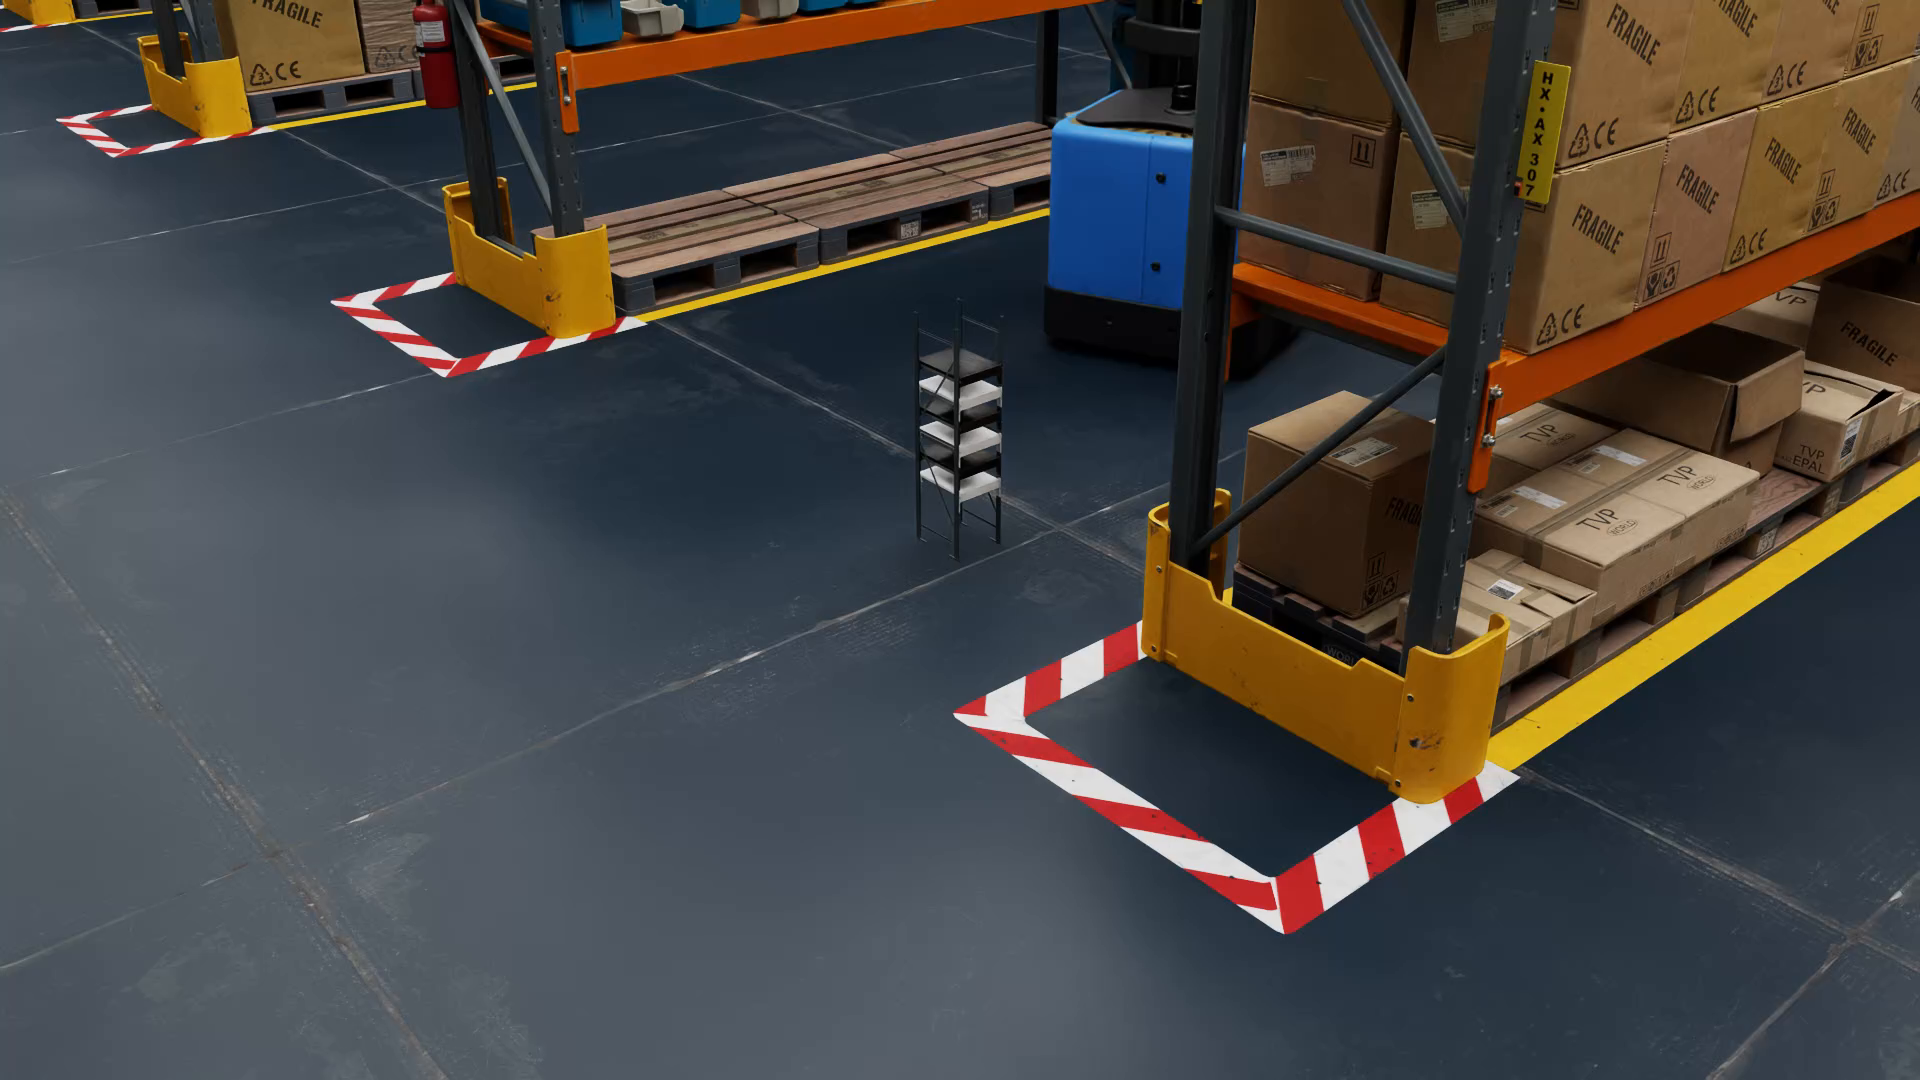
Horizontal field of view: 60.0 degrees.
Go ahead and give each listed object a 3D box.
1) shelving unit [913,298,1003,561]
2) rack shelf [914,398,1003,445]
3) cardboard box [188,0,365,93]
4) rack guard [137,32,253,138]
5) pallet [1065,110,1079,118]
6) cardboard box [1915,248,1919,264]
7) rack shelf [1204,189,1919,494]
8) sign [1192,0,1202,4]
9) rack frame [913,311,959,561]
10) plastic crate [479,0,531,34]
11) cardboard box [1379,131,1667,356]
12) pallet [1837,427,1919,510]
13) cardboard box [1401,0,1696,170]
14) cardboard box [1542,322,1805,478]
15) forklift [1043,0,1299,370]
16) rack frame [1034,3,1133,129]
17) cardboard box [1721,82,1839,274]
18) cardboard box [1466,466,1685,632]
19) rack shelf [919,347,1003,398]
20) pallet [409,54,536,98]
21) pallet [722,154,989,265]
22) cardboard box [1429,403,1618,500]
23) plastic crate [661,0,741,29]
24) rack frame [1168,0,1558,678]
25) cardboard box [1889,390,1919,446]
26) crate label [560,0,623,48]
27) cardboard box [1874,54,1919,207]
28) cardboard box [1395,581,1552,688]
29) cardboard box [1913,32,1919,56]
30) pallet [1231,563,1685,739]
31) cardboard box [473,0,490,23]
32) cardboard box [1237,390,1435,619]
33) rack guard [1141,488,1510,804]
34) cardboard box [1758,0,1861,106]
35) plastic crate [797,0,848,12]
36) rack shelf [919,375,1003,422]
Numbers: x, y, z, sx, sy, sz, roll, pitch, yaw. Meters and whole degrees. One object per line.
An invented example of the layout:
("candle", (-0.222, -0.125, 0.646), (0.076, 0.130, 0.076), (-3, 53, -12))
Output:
("shelving unit", (-0.006, -0.394, 6.033), (0.210, 0.900, 0.258), (-22, 35, -35))
("rack shelf", (-0.006, -0.444, 6.007), (0.200, 0.077, 0.258), (-22, 35, -35))
("cardboard box", (-4.961, -3.809, 12.004), (0.875, 0.875, 0.875), (-22, 35, -35))
("rack guard", (-5.414, -3.227, 11.757), (0.348, 0.500, 1.175), (-22, 35, -35))
("pallet", (1.476, -2.775, 11.220), (1.213, 0.211, 1.003), (-22, 35, -35))
("cardboard box", (4.600, -1.159, 7.422), (0.500, 0.500, 0.500), (-24, 36, -37))
("rack shelf", (2.553, -1.078, 5.848), (4.000, 0.370, 1.077), (-22, 35, -35))
("sign", (0.686, -1.639, 4.570), (0.005, 0.325, 0.100), (-22, 35, -35))
("rack frame", (-0.084, -0.363, 5.975), (0.006, 0.900, 0.240), (-22, 35, -35))
("plastic crate", (-2.047, -2.772, 8.153), (0.499, 0.435, 0.616), (-22, 35, -35))
("cardboard box", (1.540, -0.869, 4.587), (0.500, 0.500, 0.500), (-21, 35, -34))
("pallet", (3.551, -0.567, 7.088), (1.213, 0.211, 1.003), (-22, 35, -35))
("cardboard box", (1.540, -1.310, 4.351), (0.500, 0.500, 0.500), (-21, 34, -33))
("cardboard box", (2.648, -0.523, 6.229), (0.637, 0.503, 0.797), (-22, 35, -35))
("forklift", (1.528, -2.729, 8.248), (1.130, 2.935, 3.031), (14, 31, 24))
("rack frame", (0.862, -3.784, 10.149), (0.127, 3.000, 1.000), (-22, 35, -35))
("cardboard box", (2.313, -1.181, 5.171), (0.500, 0.500, 0.500), (-22, 35, -35))
("cardboard box", (2.009, 0.018, 5.485), (0.500, 0.250, 0.500), (-22, 35, -35))
("rack shelf", (-0.006, -0.603, 5.922), (0.200, 0.077, 0.258), (-22, 35, -35))
("pallet", (-3.911, -3.751, 13.044), (1.213, 0.211, 1.003), (-22, 35, -35))
("pallet", (-0.601, -1.940, 9.657), (1.213, 0.211, 1.003), (-22, 35, -35))
("cardboard box", (2.027, -0.299, 6.078), (0.500, 0.250, 0.500), (-22, 35, -35))
("plastic crate", (-1.279, -2.672, 8.181), (0.300, 0.233, 0.416), (-22, 35, -35))
("rack frame", (1.031, -0.783, 4.533), (0.127, 3.000, 1.000), (-22, 35, -35))
("cardboard box", (3.578, -0.531, 6.620), (0.250, 0.149, 0.380), (-22, 35, -35))
("crate label", (-1.779, -2.471, 7.805), (0.303, 0.233, 0.416), (-22, 35, -35))
("cardboard box", (3.080, -1.490, 5.750), (0.500, 0.500, 0.500), (-21, 35, -34))
("cardboard box", (1.573, 0.275, 5.111), (0.250, 0.149, 0.380), (-22, 35, -35))
("cardboard box", (3.086, -1.933, 5.517), (0.500, 0.500, 0.500), (-22, 35, -35))
("pallet", (1.695, 0.179, 5.691), (1.213, 0.211, 1.003), (-22, 35, -35))
("cardboard box", (-3.591, -4.360, 13.034), (0.875, 0.875, 0.875), (-22, 35, -35))
("cardboard box", (1.285, -0.130, 5.495), (0.500, 0.500, 0.500), (-22, 35, -35))
("rack guard", (1.089, 0.296, 5.166), (0.348, 0.500, 1.175), (-22, 35, -35))
("cardboard box", (2.316, -1.624, 4.939), (0.500, 0.500, 0.500), (-21, 35, -34))
("plastic crate", (-0.778, -2.873, 8.558), (0.300, 0.233, 0.416), (-22, 35, -35))
("rack shelf", (-0.006, -0.524, 5.964), (0.200, 0.077, 0.258), (-22, 35, -35))
